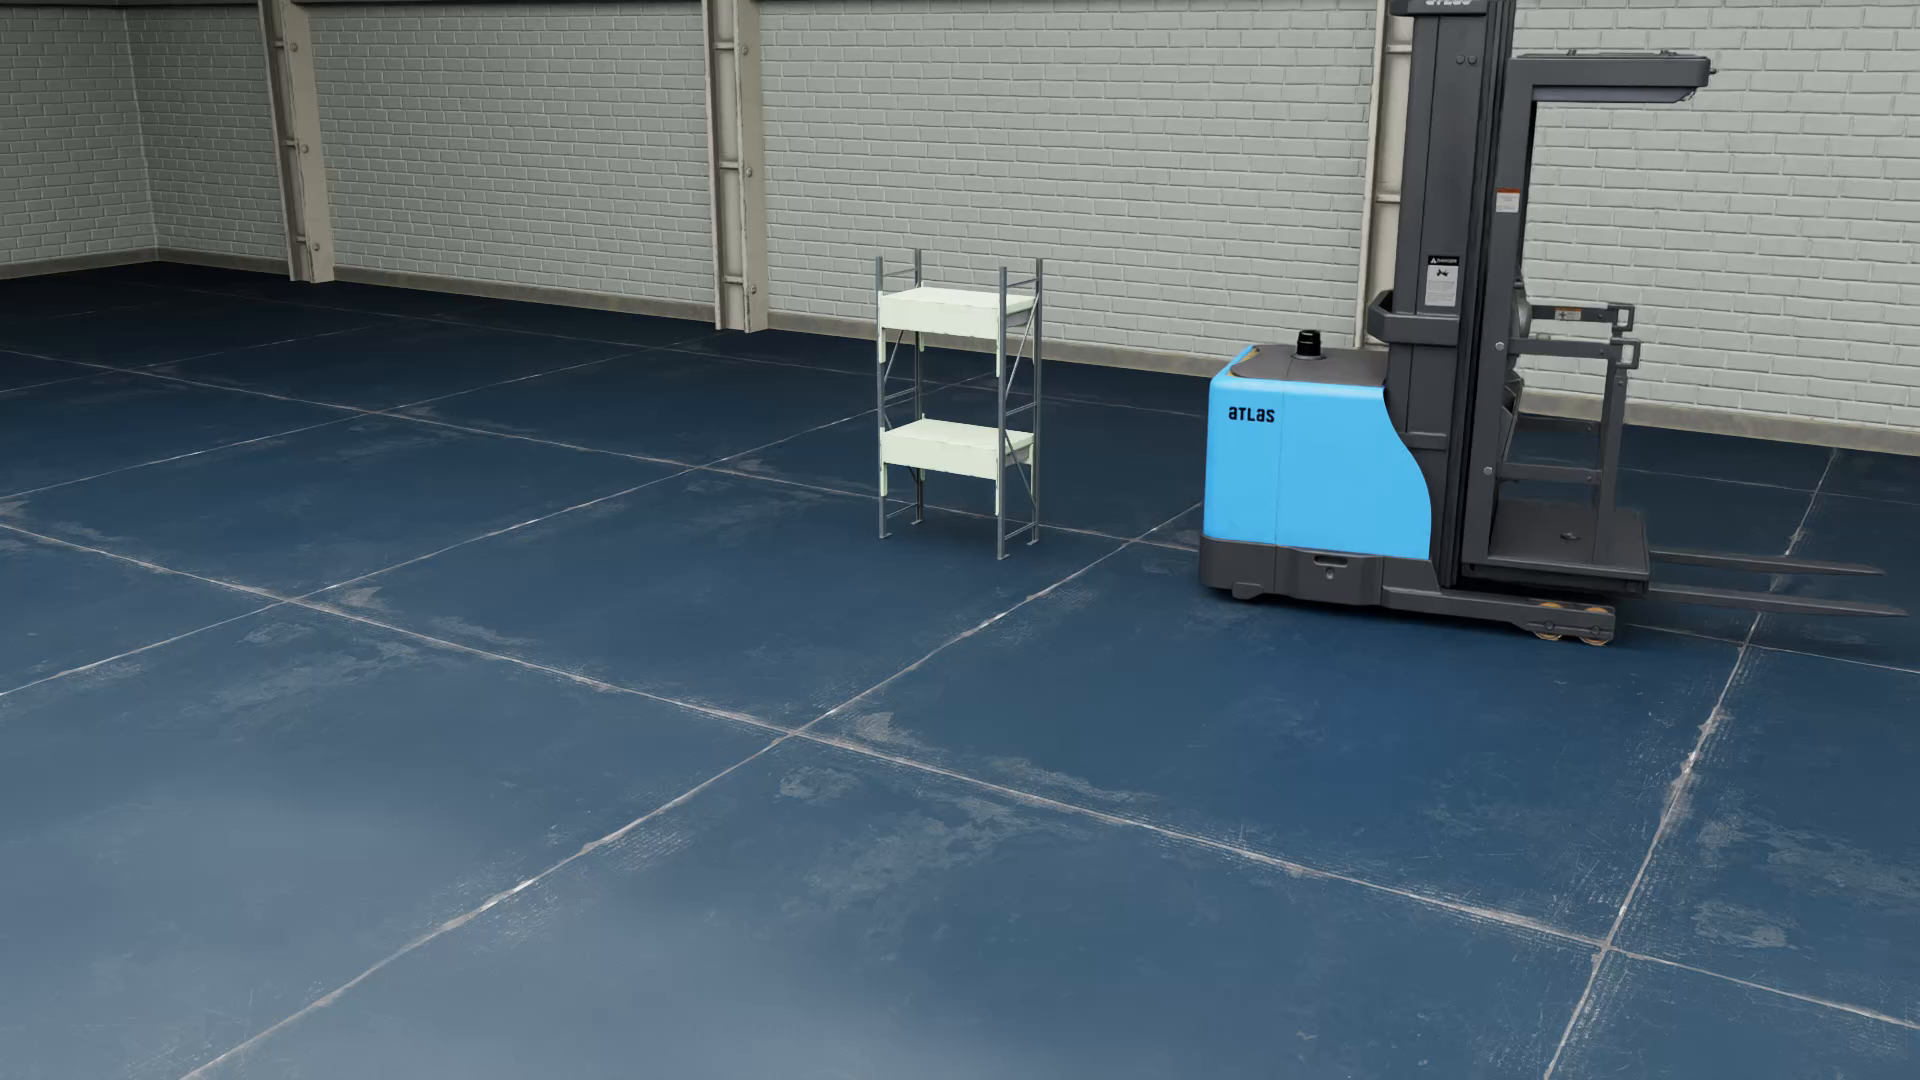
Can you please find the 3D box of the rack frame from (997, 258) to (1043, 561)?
[{"bbox_3d":[0.306,-0.663,8.483,0.023,1.500,0.400,10,20,30],"label":"rack frame"}]

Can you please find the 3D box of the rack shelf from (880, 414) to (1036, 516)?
[{"bbox_3d":[-0.006,-0.407,8.761,0.720,0.370,0.431,10,20,30],"label":"rack shelf"}]

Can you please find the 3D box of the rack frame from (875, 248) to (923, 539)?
[{"bbox_3d":[-0.318,-0.774,8.850,0.023,1.500,0.400,10,20,30],"label":"rack frame"}]

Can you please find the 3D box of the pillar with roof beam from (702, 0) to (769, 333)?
[{"bbox_3d":[-4.250,-5.184,10.466,0.400,9.000,9.100,10,20,30],"label":"pillar with roof beam"}]

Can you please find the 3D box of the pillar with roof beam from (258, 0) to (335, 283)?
[{"bbox_3d":[-9.363,-6.097,13.471,0.400,9.000,9.100,10,20,30],"label":"pillar with roof beam"}]

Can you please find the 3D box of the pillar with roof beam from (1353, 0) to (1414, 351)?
[{"bbox_3d":[0.863,-4.272,7.462,0.400,9.000,9.100,10,20,30],"label":"pillar with roof beam"}]

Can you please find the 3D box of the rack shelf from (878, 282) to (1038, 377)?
[{"bbox_3d":[-0.006,-1.092,8.553,0.720,0.370,0.431,10,20,30],"label":"rack shelf"}]

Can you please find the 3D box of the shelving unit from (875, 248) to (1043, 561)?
[{"bbox_3d":[-0.006,-0.719,8.667,0.755,1.500,0.431,10,20,30],"label":"shelving unit"}]

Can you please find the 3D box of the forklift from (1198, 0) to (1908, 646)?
[{"bbox_3d":[2.717,-1.110,7.494,3.031,2.935,1.130,6,18,19],"label":"forklift"}]
